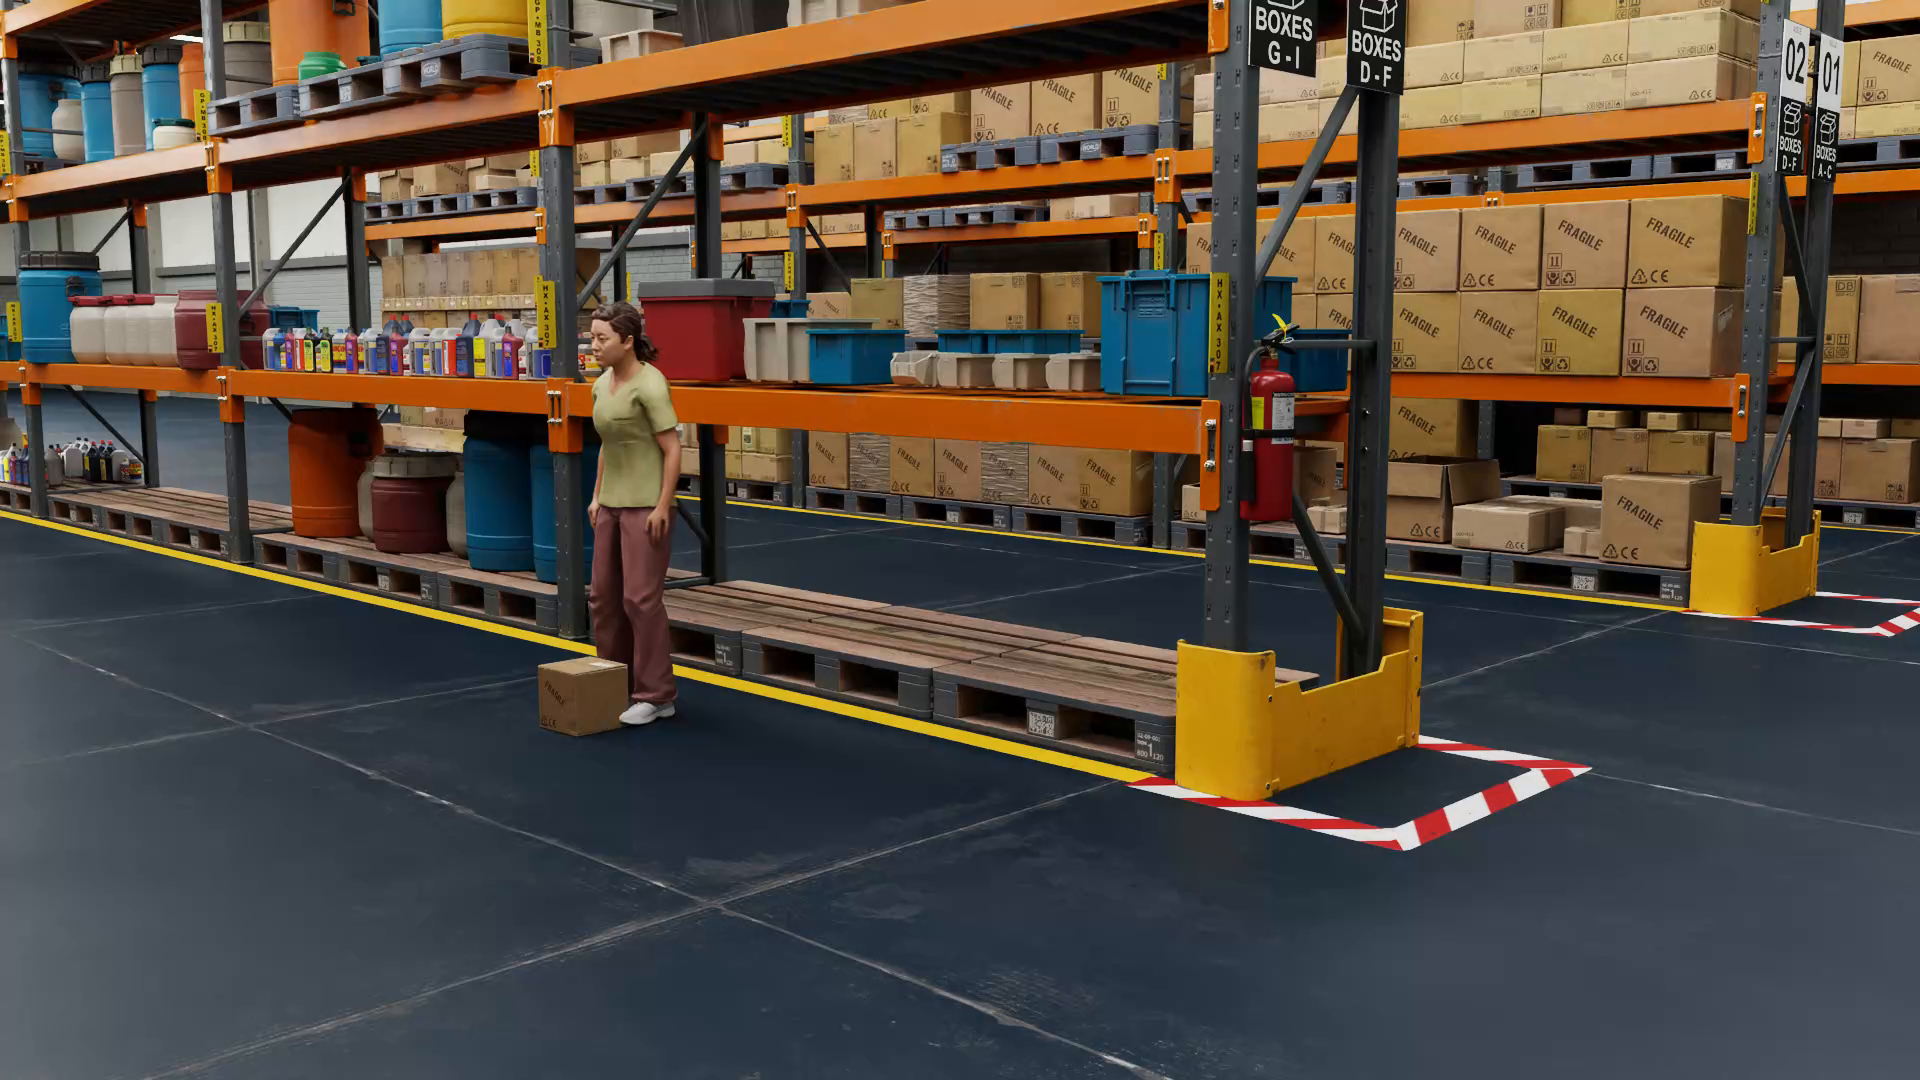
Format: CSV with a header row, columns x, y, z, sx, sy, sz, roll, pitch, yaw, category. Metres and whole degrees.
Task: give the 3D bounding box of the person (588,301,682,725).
x,y,z,sx,sy,sz,roll,pitch,yaw,category
-1.323,-0.112,6.668,0.499,1.673,0.354,7,10,43,person
